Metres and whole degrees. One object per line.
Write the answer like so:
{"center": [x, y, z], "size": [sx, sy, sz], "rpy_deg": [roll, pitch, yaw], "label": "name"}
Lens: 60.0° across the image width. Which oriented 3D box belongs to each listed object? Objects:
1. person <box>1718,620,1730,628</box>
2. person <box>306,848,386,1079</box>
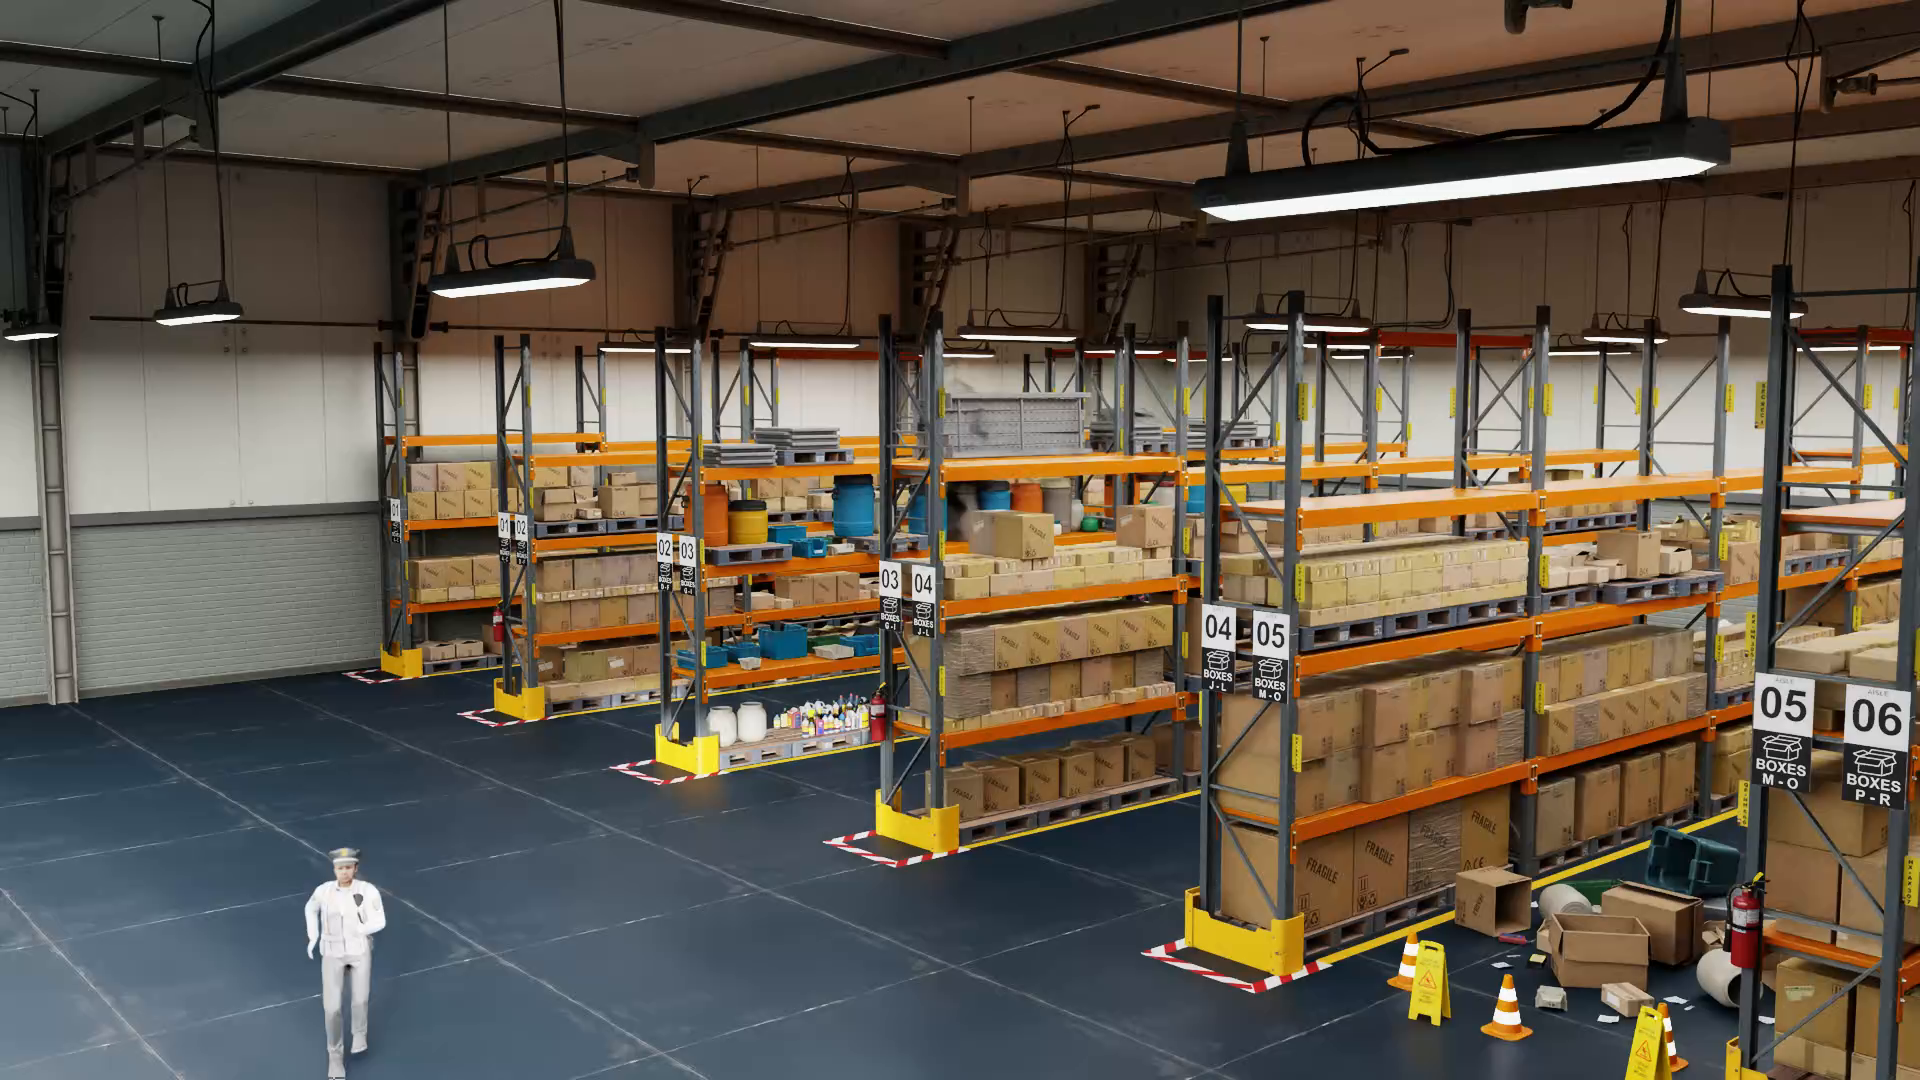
{"center": [11.643, 2.036, 25.200], "size": [0.650, 1.709, 0.842], "rpy_deg": [5, 7, 42], "label": "person"}
{"center": [-4.648, 3.181, 12.599], "size": [0.578, 1.752, 0.717], "rpy_deg": [-2, 6, -19], "label": "person"}
